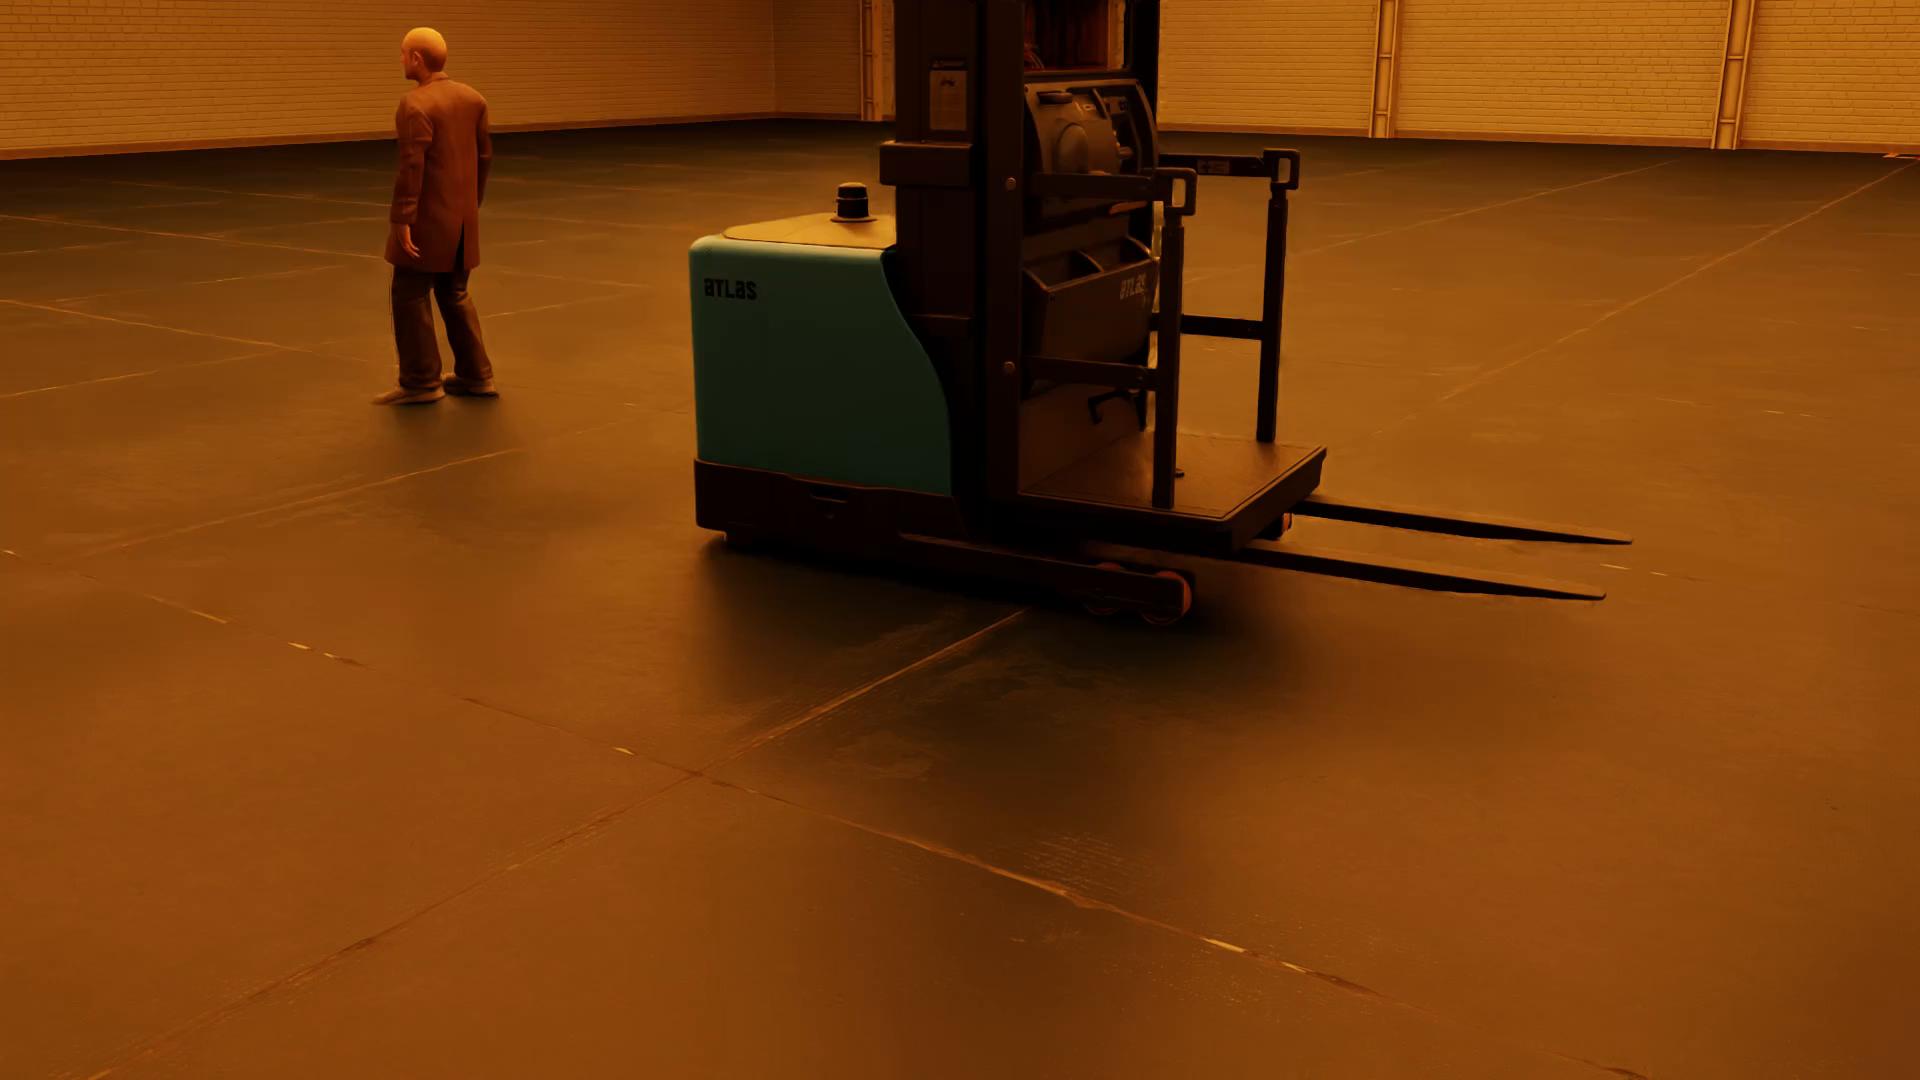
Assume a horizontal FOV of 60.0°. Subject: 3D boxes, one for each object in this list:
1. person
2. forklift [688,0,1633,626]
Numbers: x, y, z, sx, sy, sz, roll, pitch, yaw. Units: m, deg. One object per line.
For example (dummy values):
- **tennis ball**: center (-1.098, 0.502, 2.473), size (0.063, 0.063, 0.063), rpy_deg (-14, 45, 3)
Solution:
- **person**: center (-2.601, -1.554, 8.102), size (0.511, 1.803, 0.681), rpy_deg (7, 18, 22)
- **forklift**: center (0.609, -1.316, 5.235), size (3.031, 2.935, 1.130), rpy_deg (9, 19, 27)
